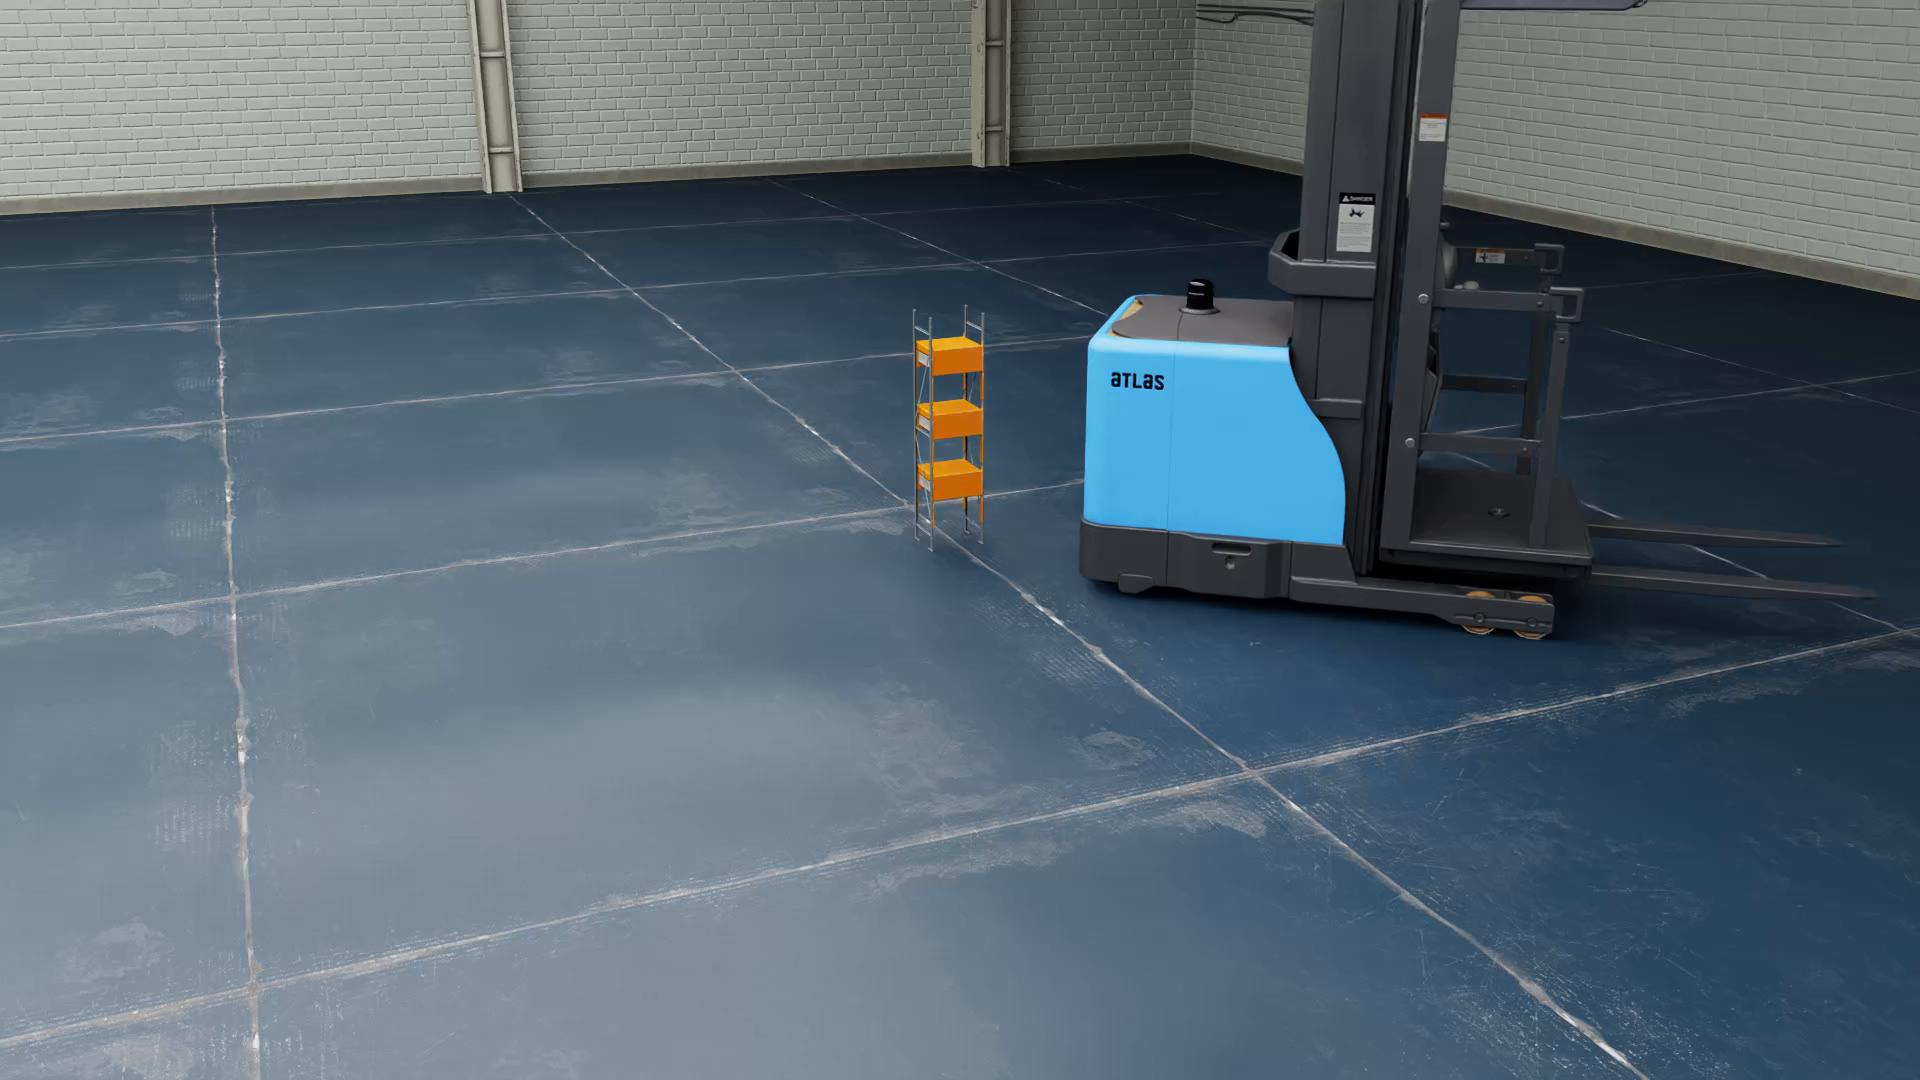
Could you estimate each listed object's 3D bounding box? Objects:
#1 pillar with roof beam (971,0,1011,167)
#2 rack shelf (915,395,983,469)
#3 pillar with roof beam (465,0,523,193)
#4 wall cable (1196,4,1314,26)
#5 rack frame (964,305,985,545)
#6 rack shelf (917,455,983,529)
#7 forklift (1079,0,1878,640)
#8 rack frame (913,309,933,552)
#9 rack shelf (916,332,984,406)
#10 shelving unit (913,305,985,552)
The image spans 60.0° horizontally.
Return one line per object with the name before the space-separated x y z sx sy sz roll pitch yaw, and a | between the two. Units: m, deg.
pillar with roof beam | 2.089 -7.640 15.670 0.400 9.000 9.100 -8 21 -22
rack shelf | -0.049 -0.478 7.331 0.240 0.259 0.215 -8 21 -22
pillar with roof beam | -3.420 -6.851 13.429 0.400 9.000 9.100 -8 21 -22
wall cable | 3.612 -7.472 19.870 0.112 2.526 3.097 -8 21 -22
rack frame | 0.063 -0.504 7.373 0.008 1.050 0.200 -8 21 -22
rack shelf | -0.049 -0.216 7.423 0.240 0.259 0.215 -8 21 -22
forklift | 2.071 -1.194 6.499 3.031 2.935 1.130 5 20 14
rack frame | -0.161 -0.472 7.282 0.008 1.050 0.200 -8 21 -22
rack shelf | -0.049 -0.746 7.237 0.240 0.259 0.215 -8 21 -22
shelving unit | -0.049 -0.488 7.328 0.252 1.050 0.215 -8 21 -22
